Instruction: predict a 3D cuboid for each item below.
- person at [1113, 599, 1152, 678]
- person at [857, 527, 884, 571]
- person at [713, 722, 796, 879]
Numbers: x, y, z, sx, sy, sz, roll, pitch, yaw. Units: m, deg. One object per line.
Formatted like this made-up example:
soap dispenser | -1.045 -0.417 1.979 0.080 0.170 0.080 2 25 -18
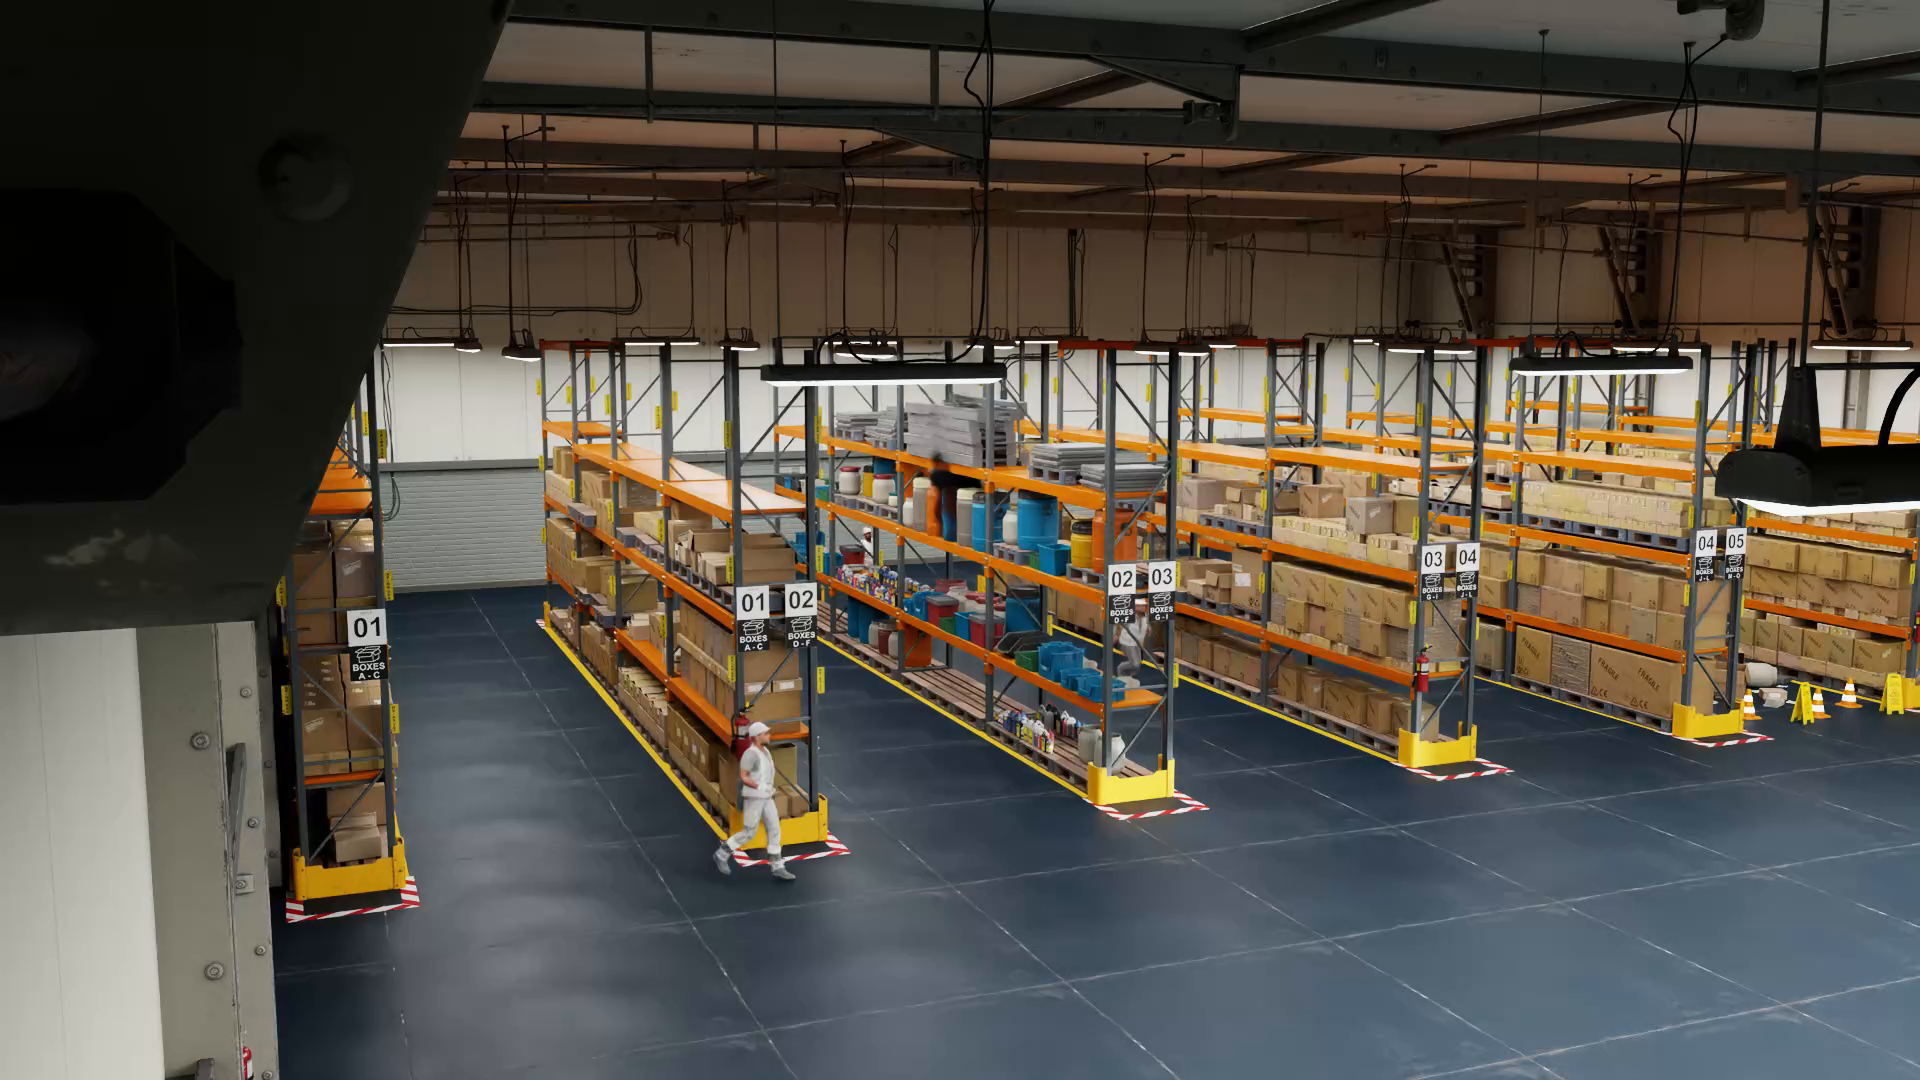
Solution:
person | 2.988 1.795 28.524 0.639 1.701 0.706 -5 9 -36
person | -2.005 0.588 37.449 0.817 1.787 0.691 5 9 34
person | -2.292 2.966 19.103 0.986 1.753 0.716 2 8 18
